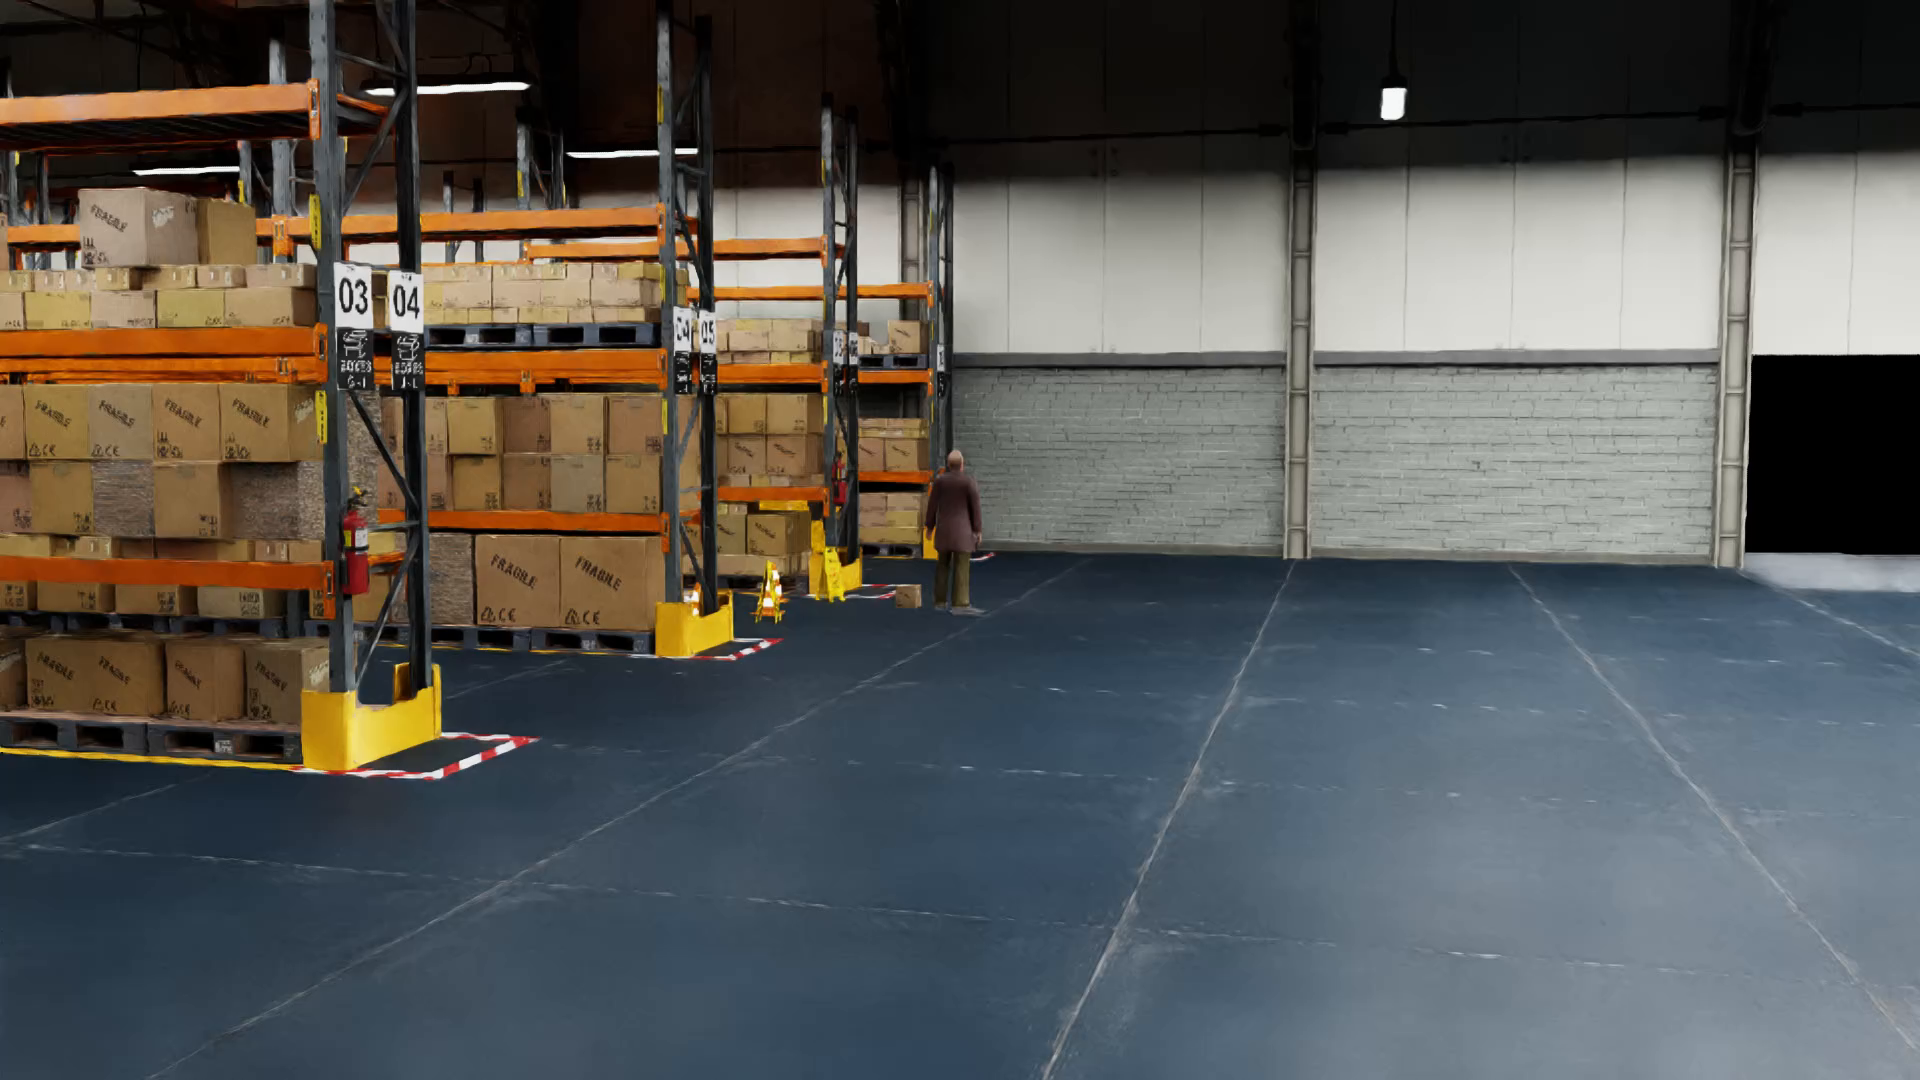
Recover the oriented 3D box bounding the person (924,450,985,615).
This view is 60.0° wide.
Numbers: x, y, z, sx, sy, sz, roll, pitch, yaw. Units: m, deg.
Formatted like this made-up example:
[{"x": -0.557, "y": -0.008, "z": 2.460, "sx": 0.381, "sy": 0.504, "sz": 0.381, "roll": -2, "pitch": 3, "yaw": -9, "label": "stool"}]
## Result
[{"x": -0.056, "y": -0.036, "z": 18.196, "sx": 0.736, "sy": 1.676, "sz": 0.432, "roll": 3, "pitch": 5, "yaw": 30, "label": "person"}]
